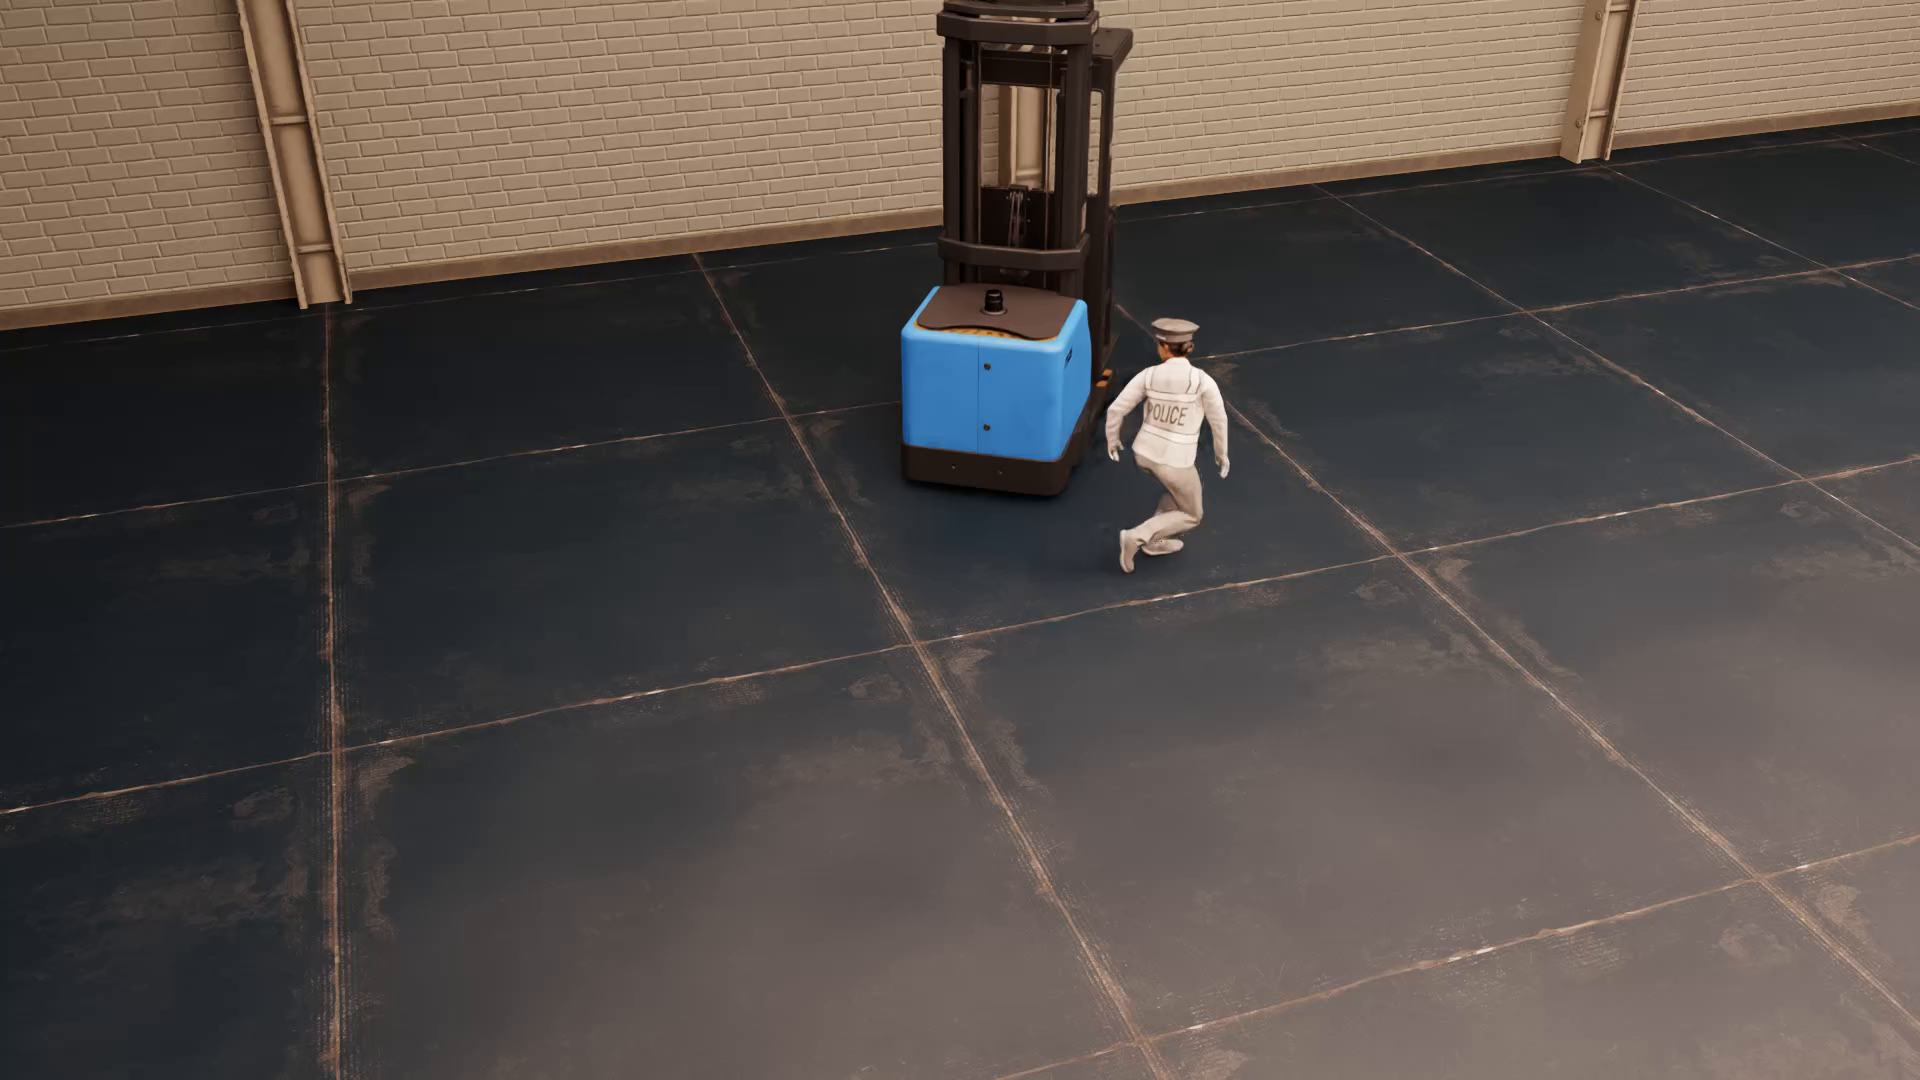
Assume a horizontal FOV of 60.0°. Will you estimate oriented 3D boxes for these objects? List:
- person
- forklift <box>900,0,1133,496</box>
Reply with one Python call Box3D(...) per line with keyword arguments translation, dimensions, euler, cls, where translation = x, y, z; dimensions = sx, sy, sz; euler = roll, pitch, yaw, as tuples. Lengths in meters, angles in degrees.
Box3D(translation=(1.120, -0.525, 9.517), dimensions=(0.628, 1.458, 0.671), euler=(26, 39, 38), cls="person")
Box3D(translation=(0.489, -2.267, 11.026), dimensions=(1.130, 2.935, 3.031), euler=(7, 31, 13), cls="forklift")
